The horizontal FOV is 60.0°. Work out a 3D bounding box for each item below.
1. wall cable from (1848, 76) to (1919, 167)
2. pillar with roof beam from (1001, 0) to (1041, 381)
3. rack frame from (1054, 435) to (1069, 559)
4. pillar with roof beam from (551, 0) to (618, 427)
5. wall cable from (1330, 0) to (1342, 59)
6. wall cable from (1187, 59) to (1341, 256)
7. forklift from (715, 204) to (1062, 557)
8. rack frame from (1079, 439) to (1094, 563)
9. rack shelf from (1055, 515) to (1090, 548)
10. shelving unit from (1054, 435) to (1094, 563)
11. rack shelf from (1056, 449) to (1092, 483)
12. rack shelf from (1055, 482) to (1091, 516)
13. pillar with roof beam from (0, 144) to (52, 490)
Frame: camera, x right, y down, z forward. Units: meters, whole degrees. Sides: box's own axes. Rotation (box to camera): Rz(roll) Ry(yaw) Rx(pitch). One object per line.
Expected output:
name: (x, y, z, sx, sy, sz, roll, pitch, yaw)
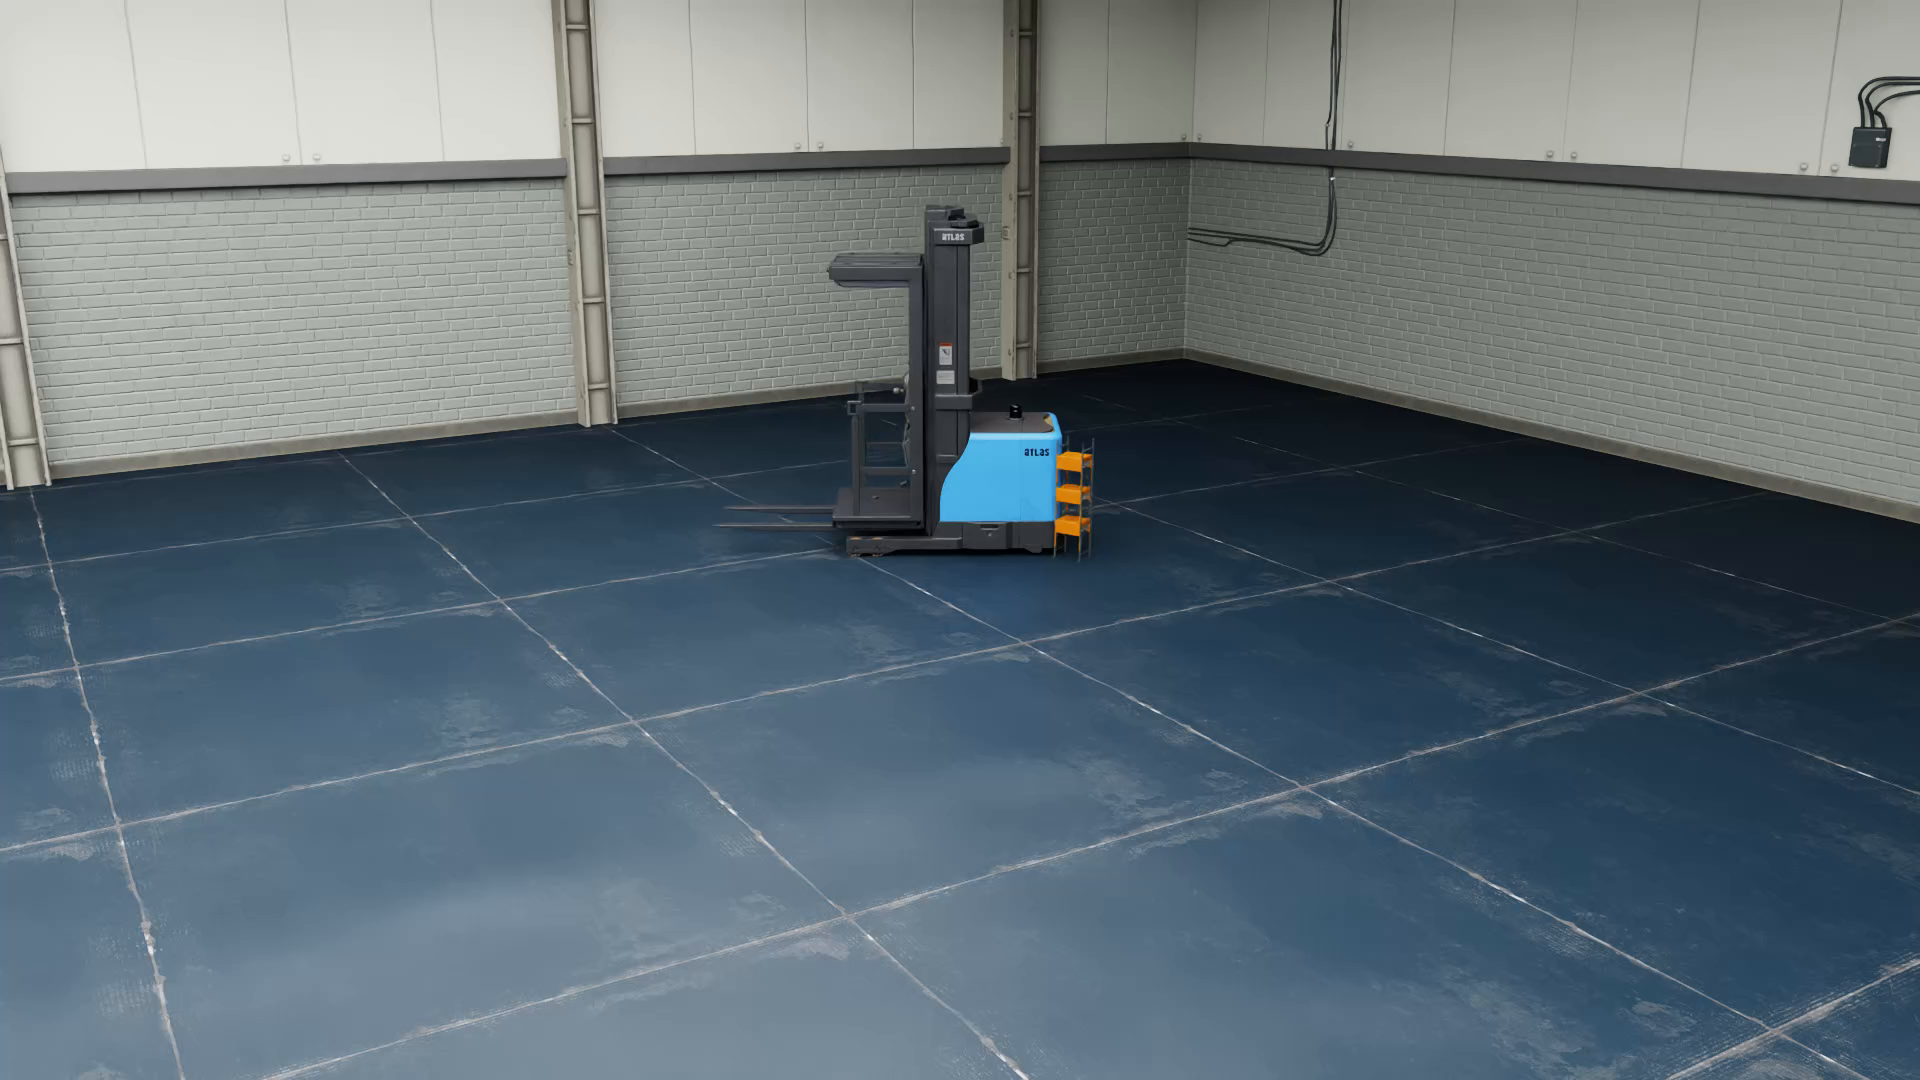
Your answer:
wall cable: (8.890, -6.110, 13.734, 0.169, 6.003, 2.305, -9, 18, -30)
pillar with roof beam: (3.025, -5.572, 18.114, 0.400, 9.000, 9.100, -9, 18, -30)
rack frame: (0.870, -0.367, 14.268, 0.008, 1.050, 0.200, 10, 19, 31)
pillar with roof beam: (-2.118, -4.737, 15.138, 0.400, 9.000, 9.100, -9, 18, -30)
wall cable: (5.408, -6.982, 19.541, 0.112, 2.526, 3.097, -9, 18, -30)
wall cable: (4.014, -5.176, 22.455, 0.112, 2.526, 3.097, -9, 18, -30)
forklift: (-0.627, -1.411, 14.513, 3.031, 2.935, 1.130, 0, 16, 0)
rack frame: (1.076, -0.330, 14.143, 0.008, 1.050, 0.200, 10, 19, 31)
rack shelf: (0.971, -0.071, 14.285, 0.240, 0.259, 0.215, 10, 19, 31)
shelving unit: (0.973, -0.349, 14.205, 0.252, 1.050, 0.215, 10, 19, 31)
rack shelf: (0.975, -0.612, 14.130, 0.240, 0.259, 0.215, 10, 19, 31)
rack shelf: (0.973, -0.339, 14.208, 0.240, 0.259, 0.215, 10, 19, 31)
pillar with roof beam: (-7.261, -3.903, 12.163, 0.400, 9.000, 9.100, -9, 18, -30)
